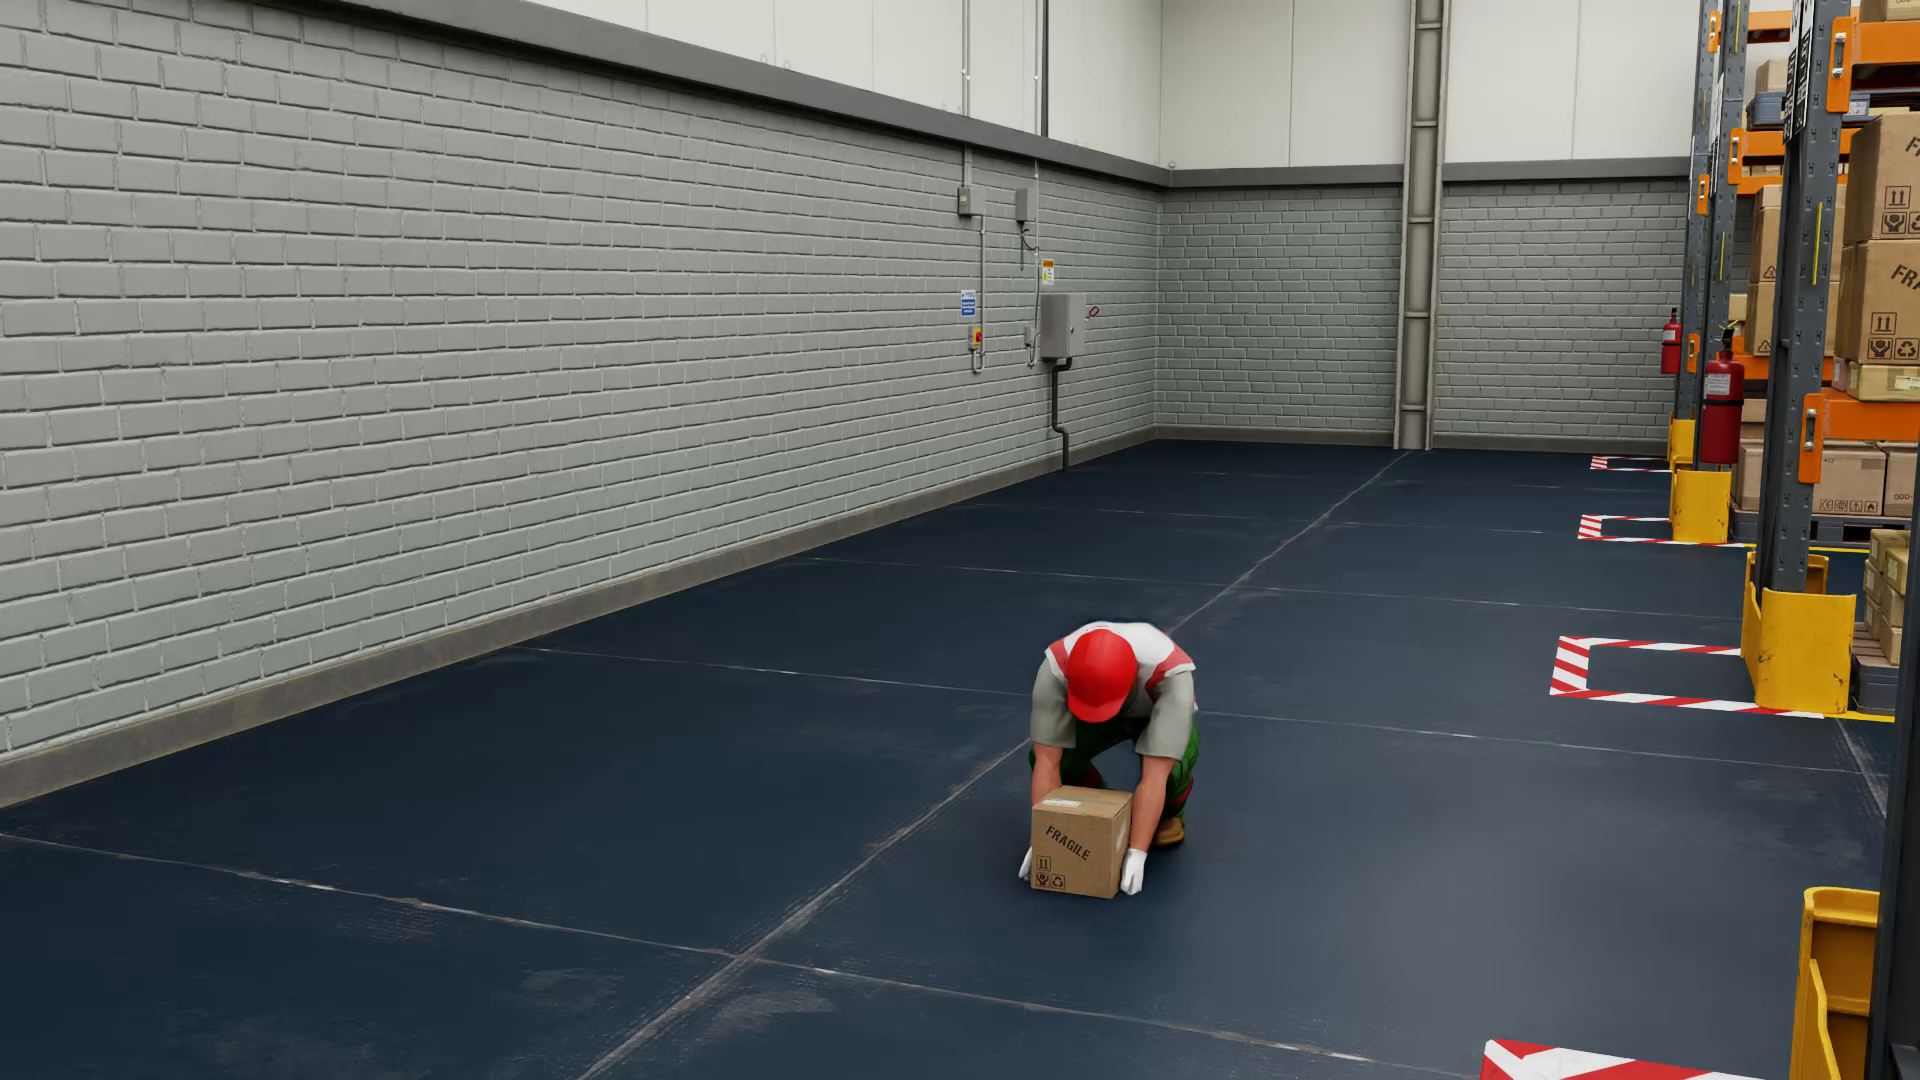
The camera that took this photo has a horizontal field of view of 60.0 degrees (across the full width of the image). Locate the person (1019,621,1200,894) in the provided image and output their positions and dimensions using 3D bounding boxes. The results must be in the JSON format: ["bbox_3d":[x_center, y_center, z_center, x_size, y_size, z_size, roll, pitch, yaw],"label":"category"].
[{"bbox_3d":[0.490,0.636,5.220,0.544,0.866,0.921,3,9,21],"label":"person"}]
